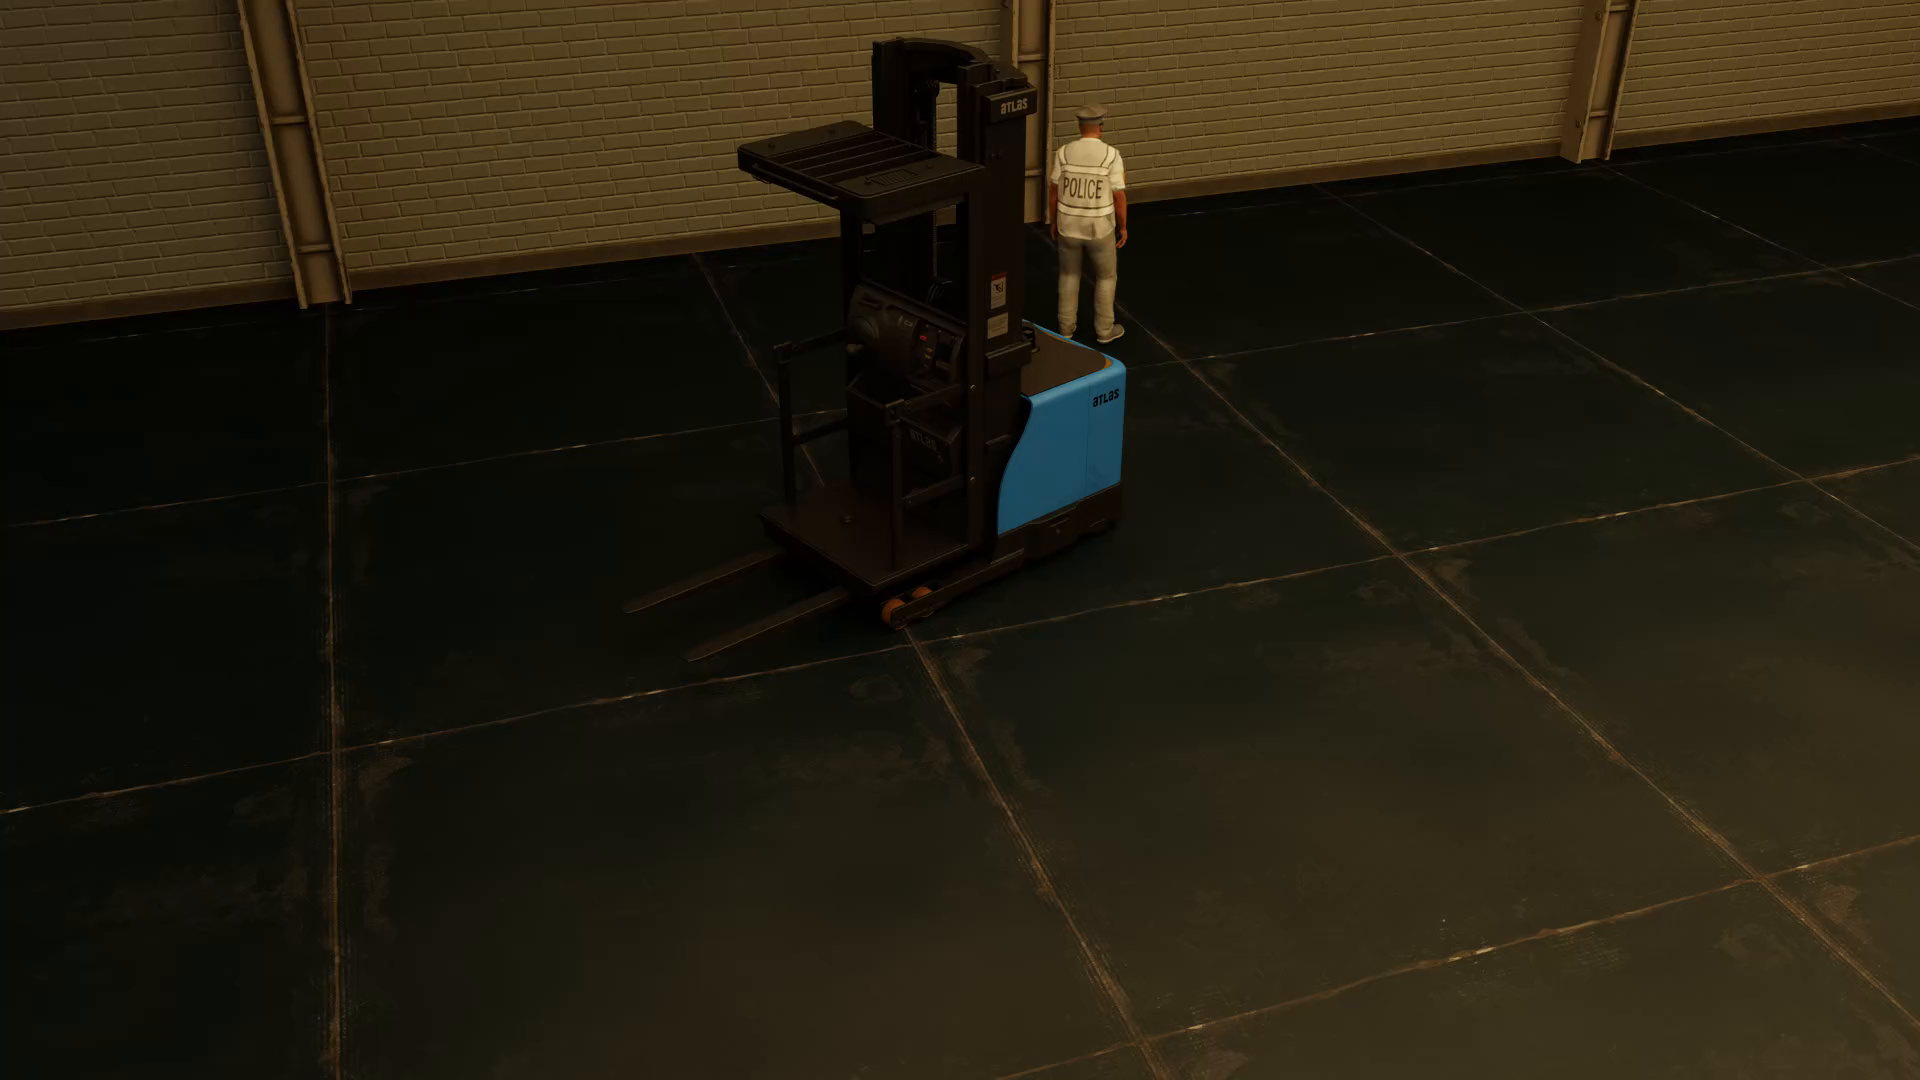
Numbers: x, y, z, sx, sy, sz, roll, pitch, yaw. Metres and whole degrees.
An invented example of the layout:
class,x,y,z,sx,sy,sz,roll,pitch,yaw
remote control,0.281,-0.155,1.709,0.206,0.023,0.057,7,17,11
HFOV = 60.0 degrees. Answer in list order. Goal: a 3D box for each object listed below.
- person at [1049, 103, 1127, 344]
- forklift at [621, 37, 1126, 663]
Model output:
class,x,y,z,sx,sy,sz,roll,pitch,yaw
person,0.940,-2.310,12.286,0.585,1.749,0.435,10,31,16
forklift,-0.461,-1.072,8.951,3.031,2.935,1.130,-23,37,-34
